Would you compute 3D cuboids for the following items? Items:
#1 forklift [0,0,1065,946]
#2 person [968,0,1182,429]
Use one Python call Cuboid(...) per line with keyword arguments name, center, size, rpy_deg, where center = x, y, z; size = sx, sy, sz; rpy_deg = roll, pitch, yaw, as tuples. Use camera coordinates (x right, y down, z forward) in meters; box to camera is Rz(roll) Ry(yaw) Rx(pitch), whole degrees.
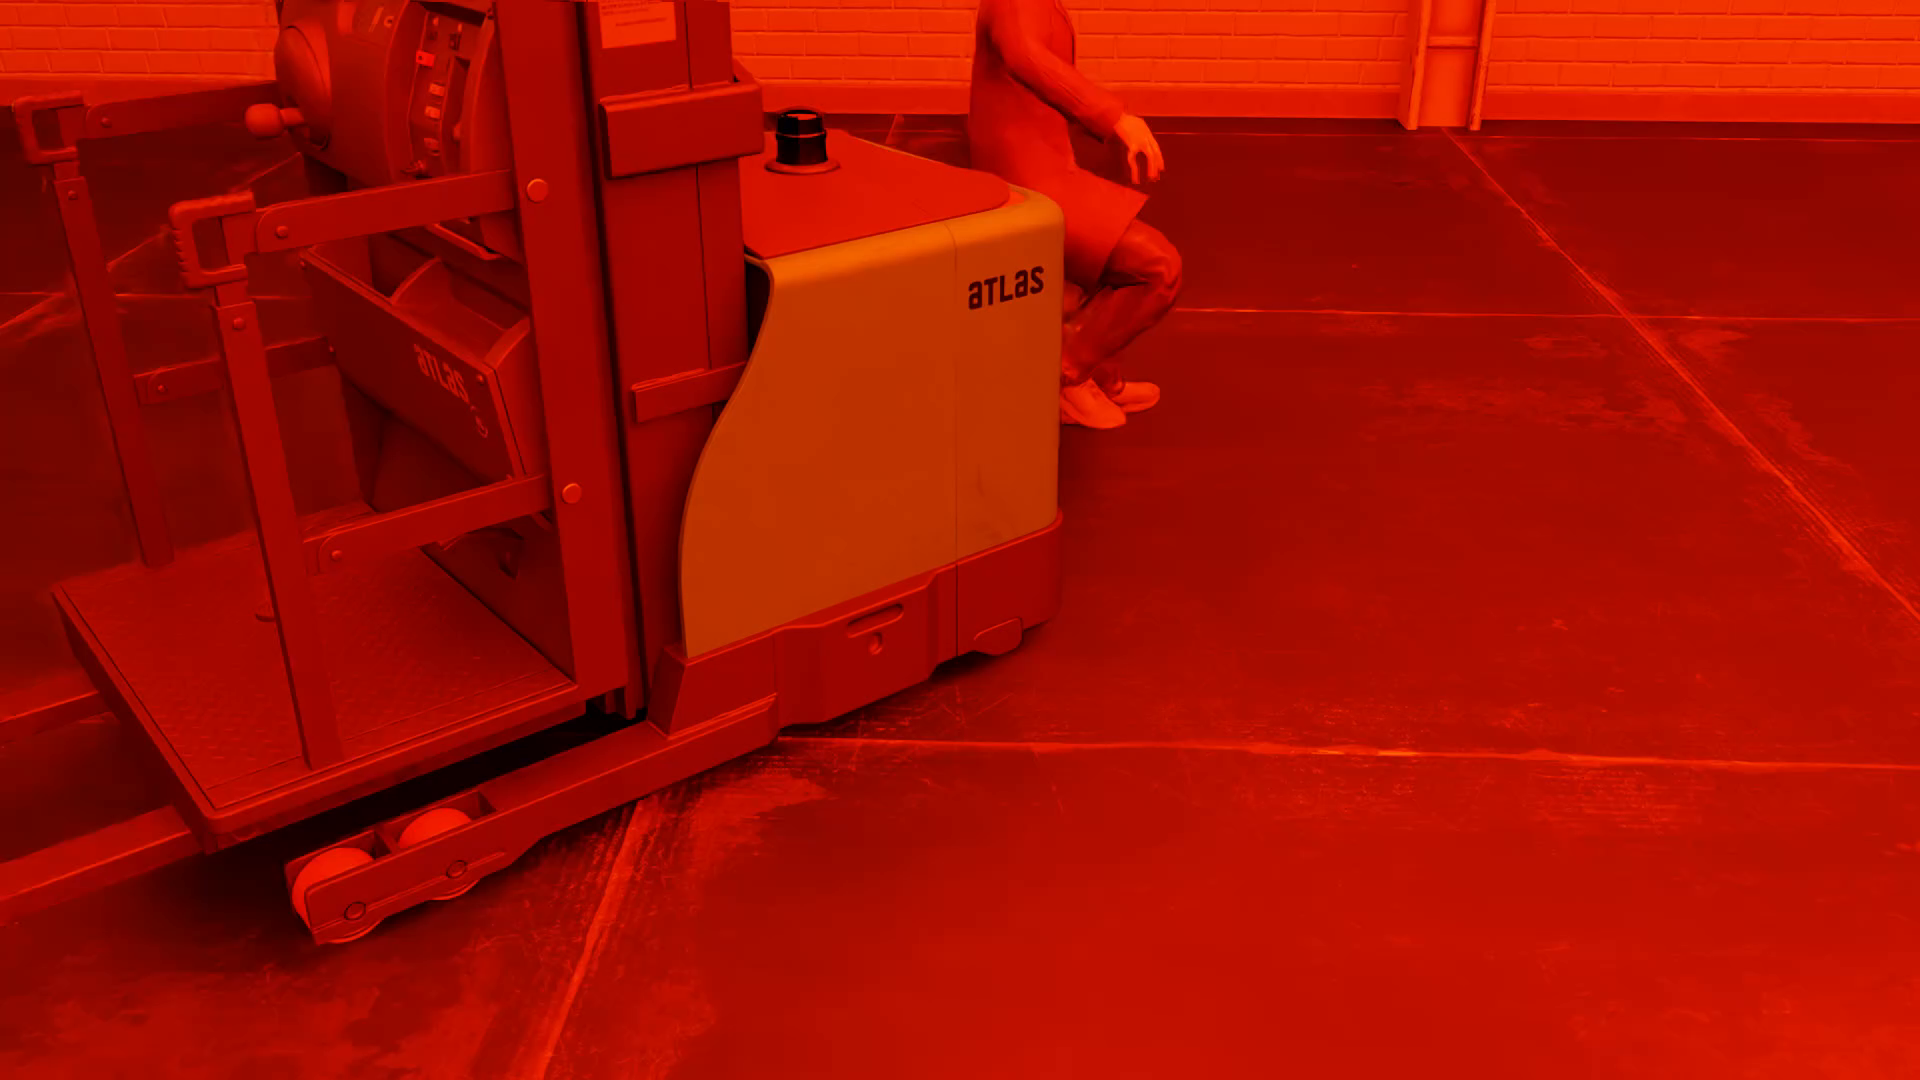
Cuboid(name="forklift", center=(-1.220, -0.846, 2.922), size=(3.031, 2.935, 1.130), rpy_deg=(-20, 32, -34))
Cuboid(name="person", center=(0.331, -1.027, 4.776), size=(0.609, 1.614, 1.089), rpy_deg=(1, 26, 3))
